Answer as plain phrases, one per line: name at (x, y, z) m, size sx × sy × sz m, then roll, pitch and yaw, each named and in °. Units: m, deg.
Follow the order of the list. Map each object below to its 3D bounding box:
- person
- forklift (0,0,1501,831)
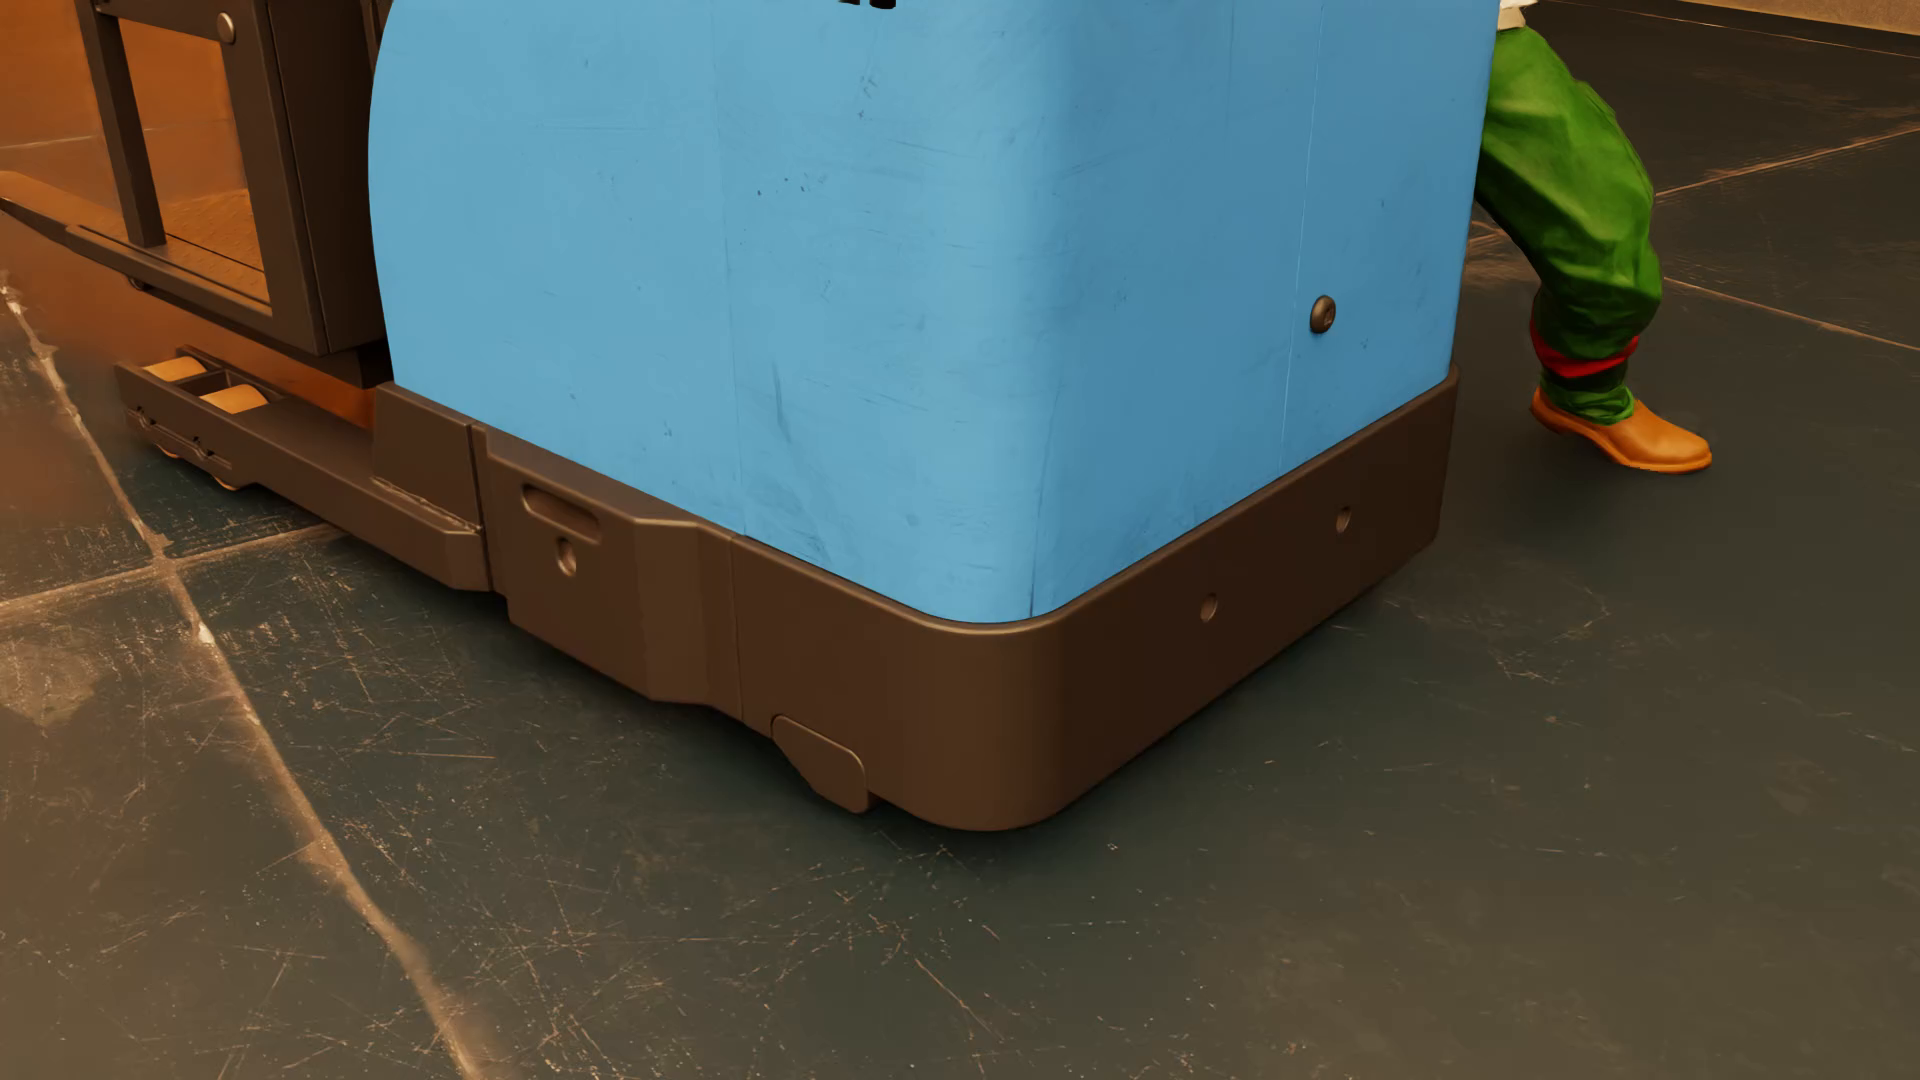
person at (0.632, -0.684, 2.111) m, size 1.158 × 1.591 × 1.004 m, roll 2°, pitch 27°, yaw 3°
forklift at (-0.759, -1.546, 2.312) m, size 3.031 × 2.935 × 1.130 m, roll 21°, pitch 34°, yaw 36°
